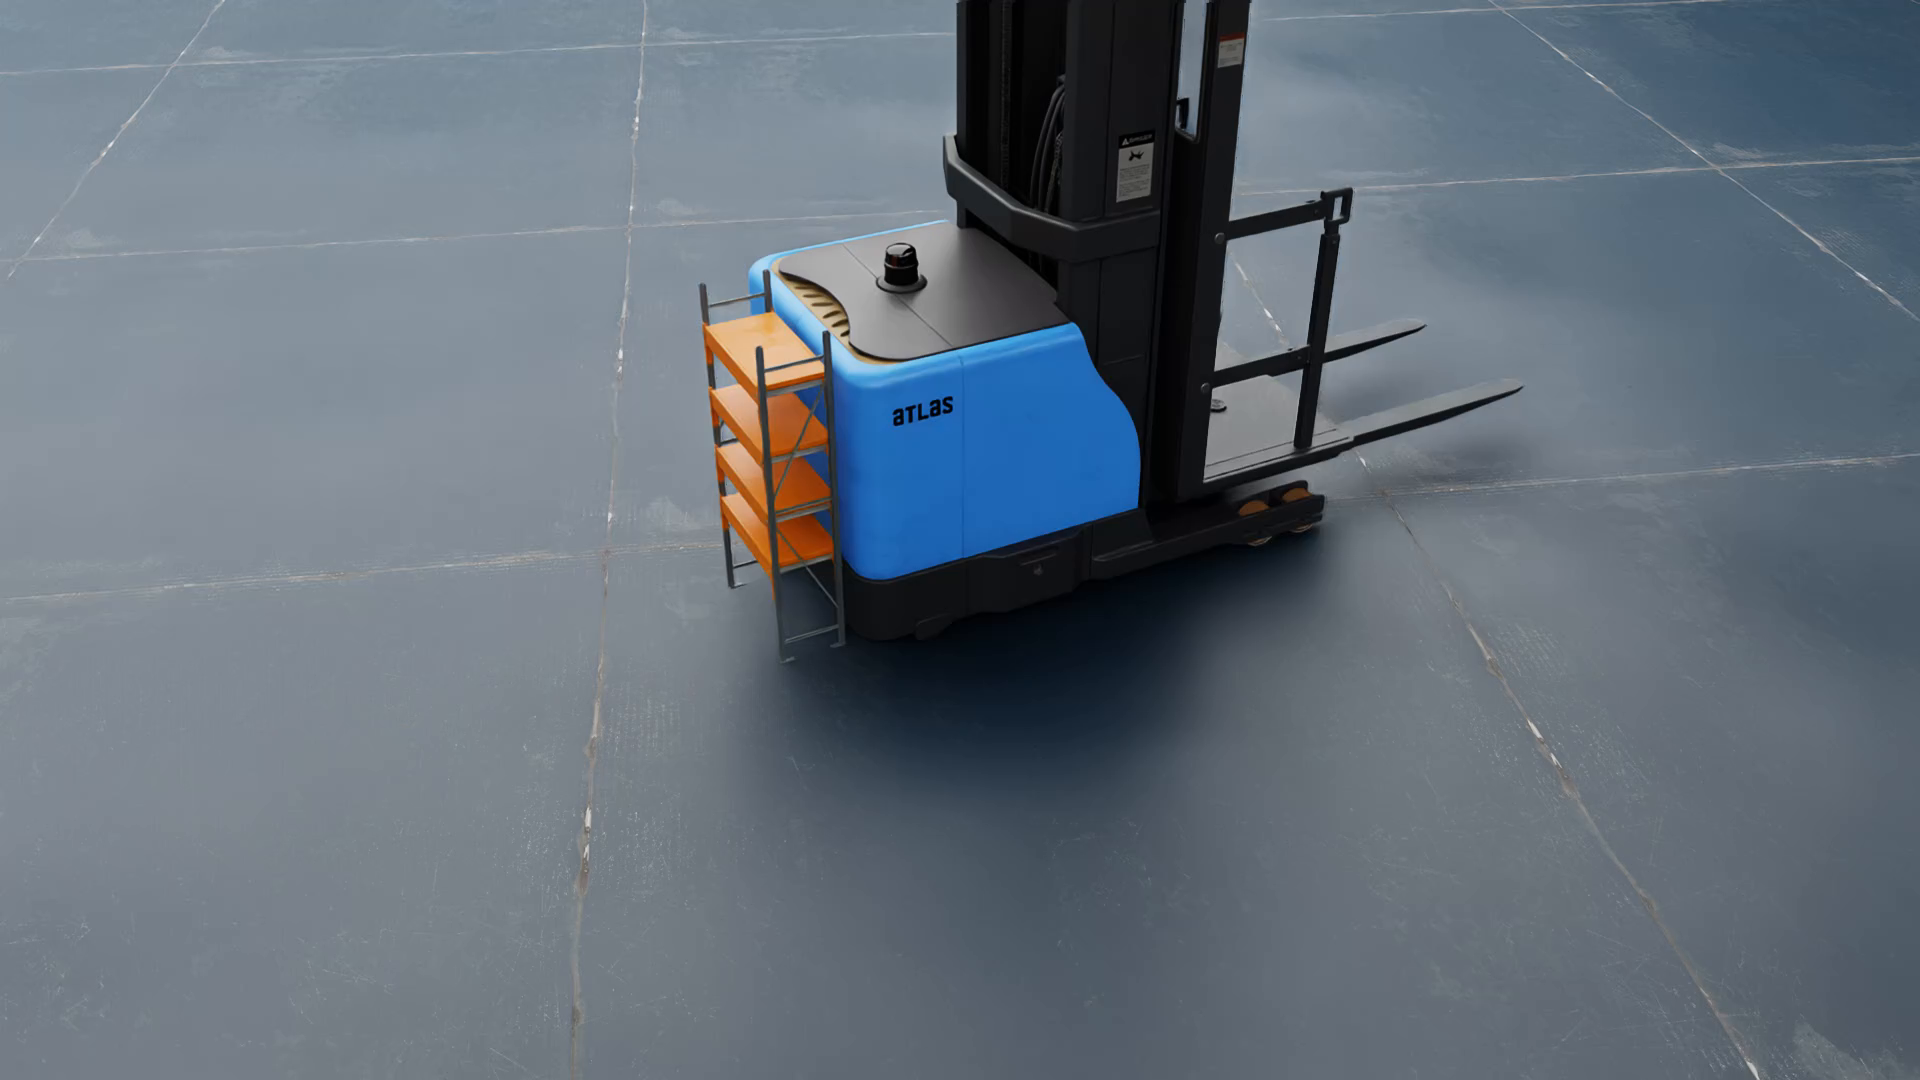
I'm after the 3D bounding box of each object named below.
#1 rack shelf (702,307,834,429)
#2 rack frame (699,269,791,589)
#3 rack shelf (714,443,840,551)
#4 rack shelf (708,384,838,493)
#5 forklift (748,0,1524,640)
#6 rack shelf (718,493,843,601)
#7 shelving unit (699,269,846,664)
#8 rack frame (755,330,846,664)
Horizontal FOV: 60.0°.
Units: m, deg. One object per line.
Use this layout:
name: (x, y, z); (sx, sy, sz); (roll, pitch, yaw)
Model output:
rack shelf: (-0.615, -0.555, 5.302); (0.258, 0.148, 0.480); (-16, 38, -22)
rack frame: (-0.727, -0.353, 5.702); (0.240, 1.200, 0.015); (-16, 38, -22)
rack shelf: (-0.615, -0.175, 5.561); (0.258, 0.148, 0.480); (-16, 38, -22)
rack shelf: (-0.615, -0.360, 5.435); (0.258, 0.148, 0.480); (-16, 38, -22)
forklift: (0.801, -1.439, 5.759); (3.031, 2.935, 1.130); (-16, 37, -22)
rack shelf: (-0.615, -0.011, 5.673); (0.258, 0.148, 0.480); (-16, 38, -22)
shelving unit: (-0.615, -0.231, 5.523); (0.258, 1.200, 0.503); (-16, 38, -22)
rack frame: (-0.503, -0.109, 5.344); (0.240, 1.200, 0.015); (-16, 38, -22)
